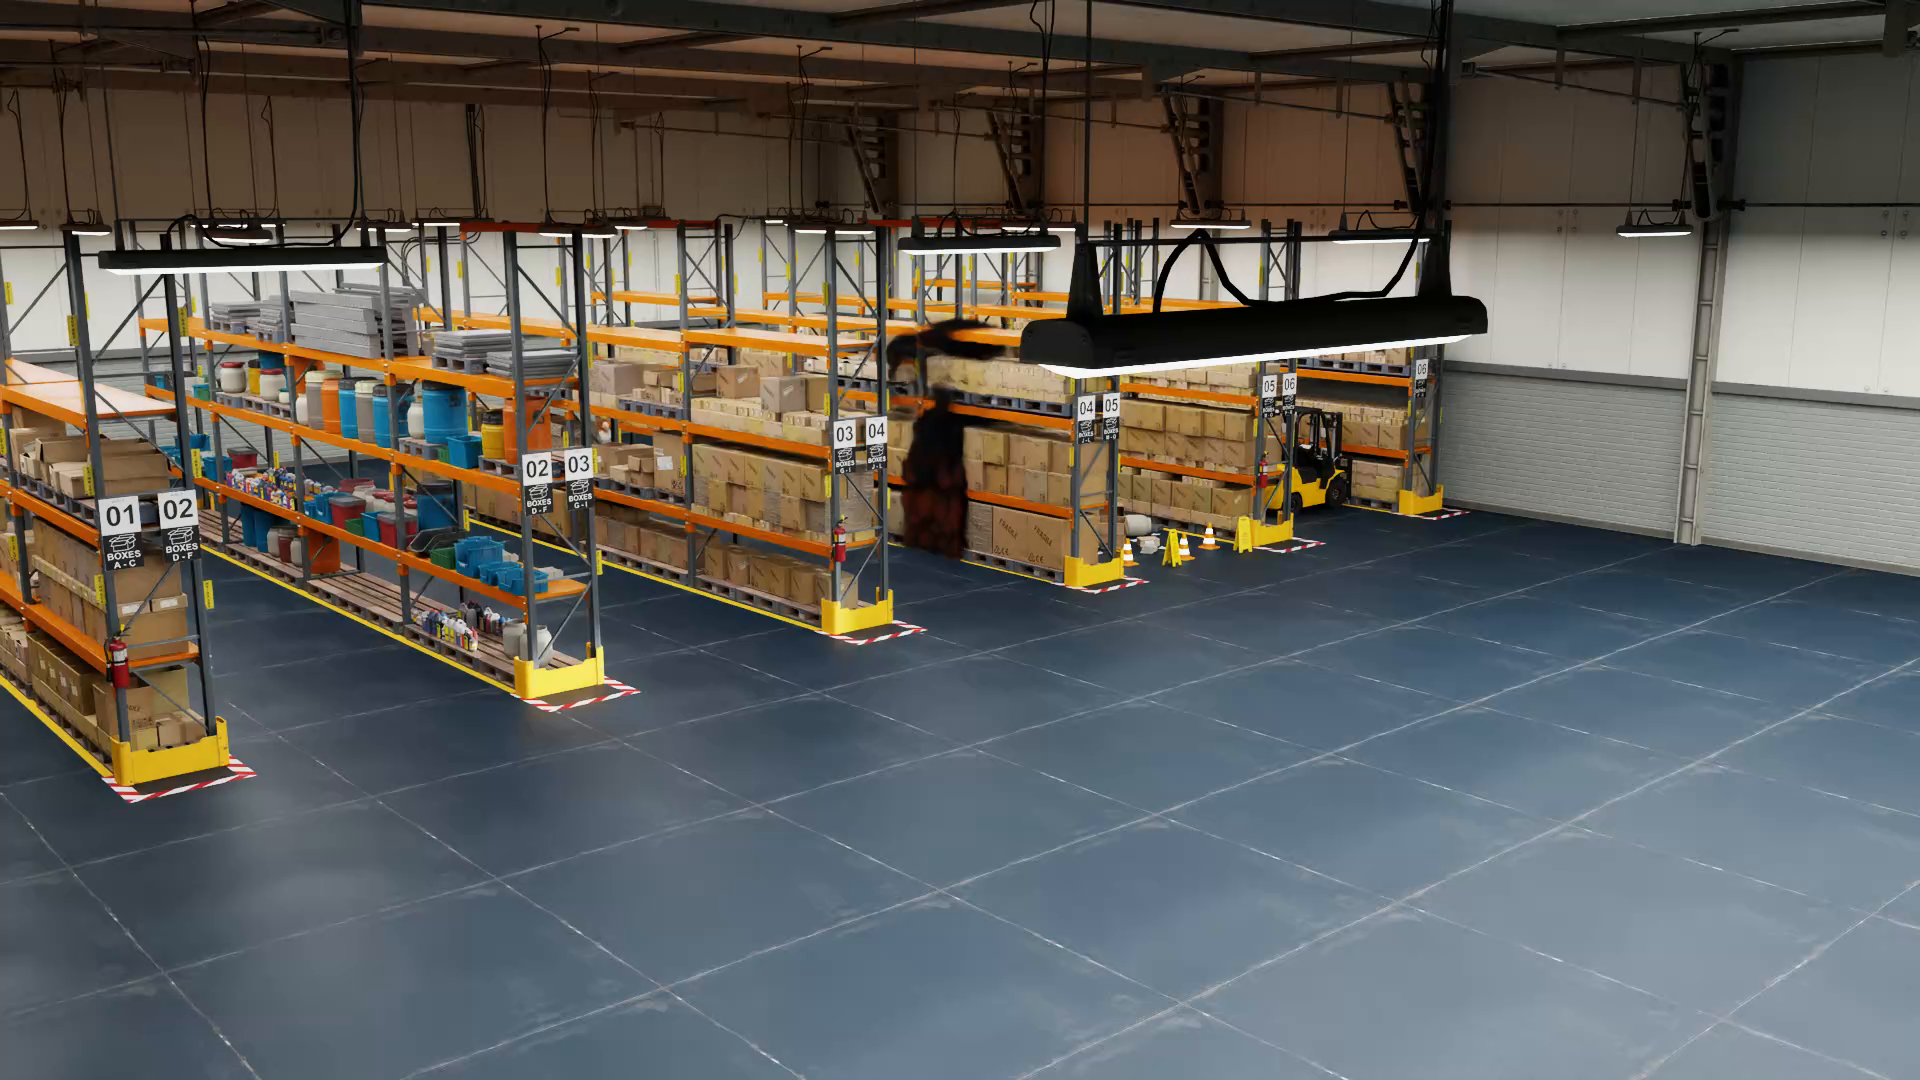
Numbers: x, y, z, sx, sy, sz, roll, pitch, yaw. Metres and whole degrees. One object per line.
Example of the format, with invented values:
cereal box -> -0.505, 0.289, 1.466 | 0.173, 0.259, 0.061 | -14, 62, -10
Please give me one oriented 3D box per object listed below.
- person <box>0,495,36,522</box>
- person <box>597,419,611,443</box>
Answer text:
person -> -17.890, -0.770, 31.388 | 0.601, 1.687, 0.734 | 4, 12, 20
person -> -7.880, -1.862, 36.987 | 0.576, 1.664, 0.828 | -8, 14, -34
